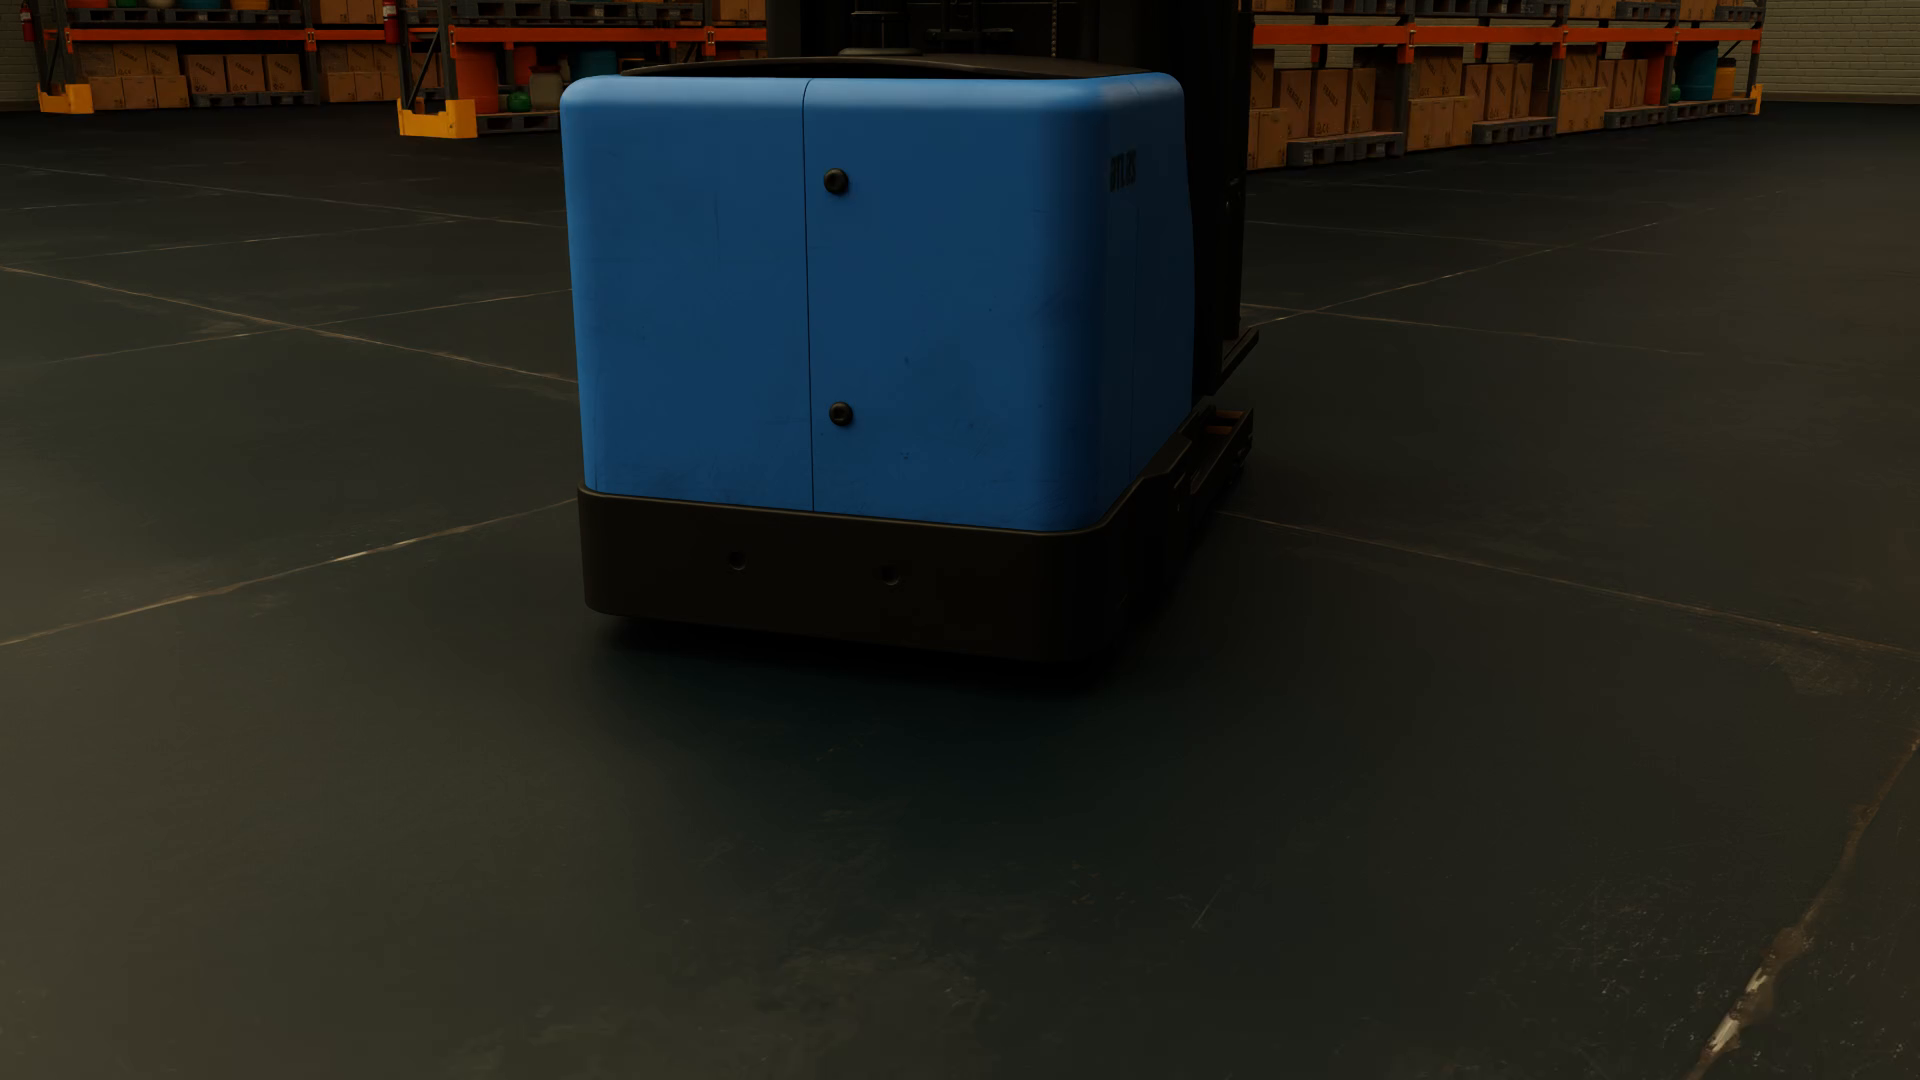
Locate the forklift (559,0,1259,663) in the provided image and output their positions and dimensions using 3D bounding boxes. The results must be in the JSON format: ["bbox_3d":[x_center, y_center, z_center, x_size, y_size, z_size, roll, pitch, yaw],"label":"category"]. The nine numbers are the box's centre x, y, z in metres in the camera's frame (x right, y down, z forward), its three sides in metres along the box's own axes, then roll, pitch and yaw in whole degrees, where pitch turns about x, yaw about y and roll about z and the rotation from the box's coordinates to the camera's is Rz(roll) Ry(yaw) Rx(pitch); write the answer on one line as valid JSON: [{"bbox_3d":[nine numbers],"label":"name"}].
[{"bbox_3d":[0.182,-1.571,4.072,1.130,2.935,3.031,5,18,17],"label":"forklift"}]
